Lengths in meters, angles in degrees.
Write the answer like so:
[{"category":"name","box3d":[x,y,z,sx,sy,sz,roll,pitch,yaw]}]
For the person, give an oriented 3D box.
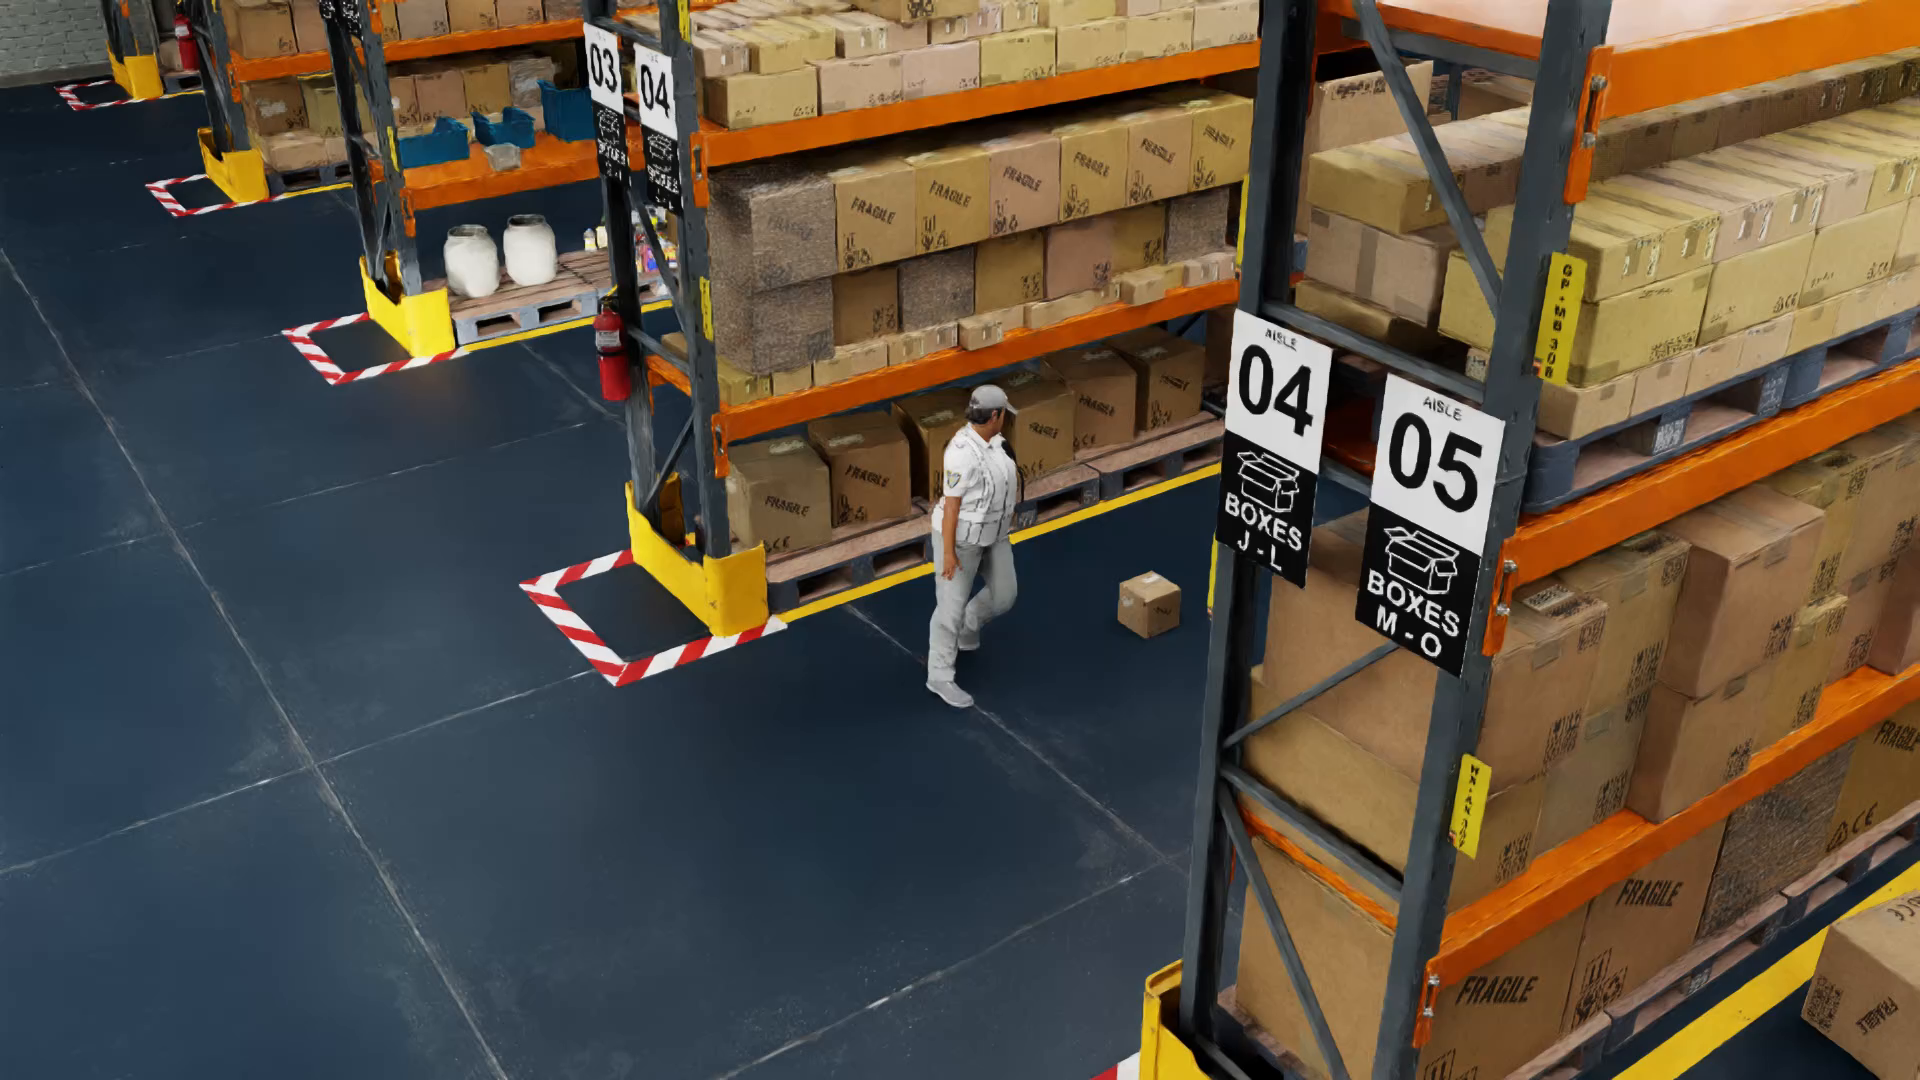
[{"category":"person","box3d":[0.054,0.005,8.648,0.457,1.629,0.650,22,36,35]}]
